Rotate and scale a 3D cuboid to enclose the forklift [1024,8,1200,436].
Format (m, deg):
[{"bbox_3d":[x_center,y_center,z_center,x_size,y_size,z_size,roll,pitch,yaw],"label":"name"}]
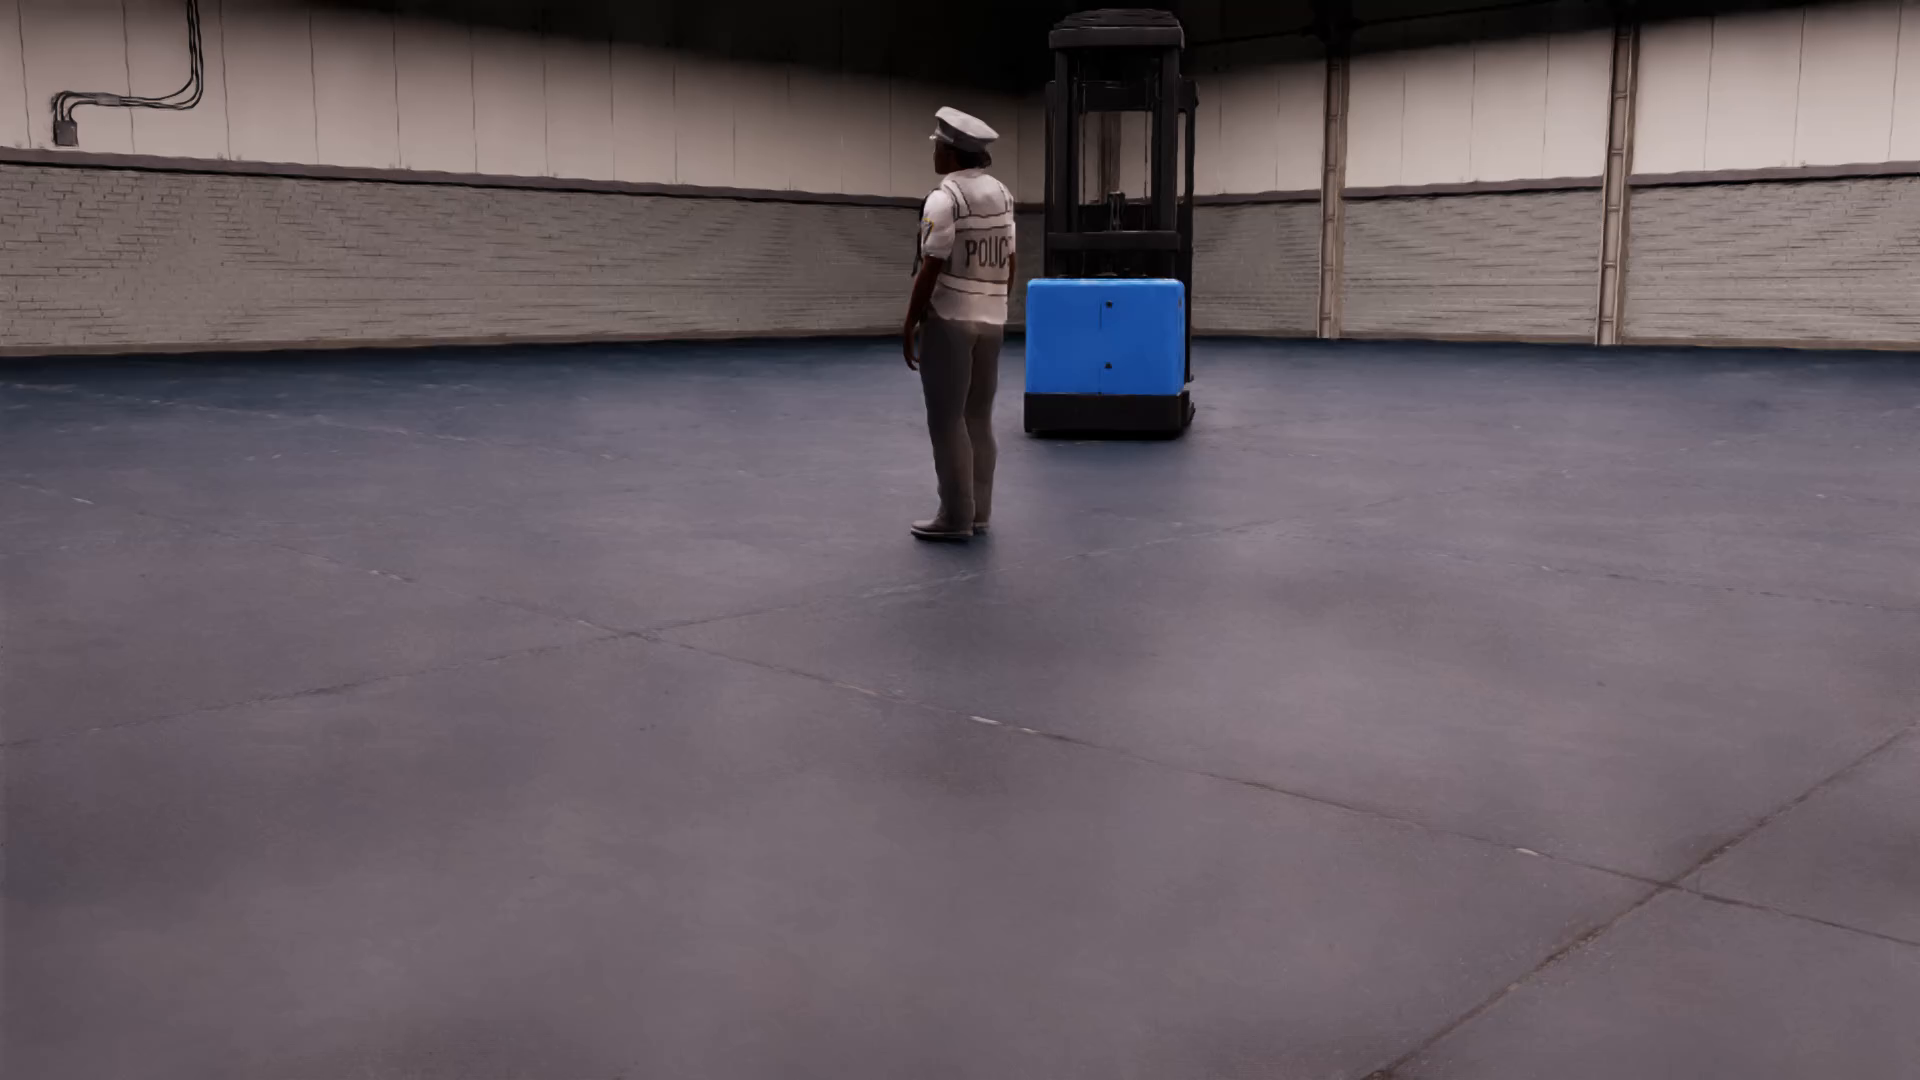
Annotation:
[{"bbox_3d":[1.206,-2.342,12.427,1.130,2.935,3.031,2,9,10],"label":"forklift"}]

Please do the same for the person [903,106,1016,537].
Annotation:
[{"bbox_3d":[-0.040,-0.856,6.655,0.529,1.695,0.570,8,12,43],"label":"person"}]
